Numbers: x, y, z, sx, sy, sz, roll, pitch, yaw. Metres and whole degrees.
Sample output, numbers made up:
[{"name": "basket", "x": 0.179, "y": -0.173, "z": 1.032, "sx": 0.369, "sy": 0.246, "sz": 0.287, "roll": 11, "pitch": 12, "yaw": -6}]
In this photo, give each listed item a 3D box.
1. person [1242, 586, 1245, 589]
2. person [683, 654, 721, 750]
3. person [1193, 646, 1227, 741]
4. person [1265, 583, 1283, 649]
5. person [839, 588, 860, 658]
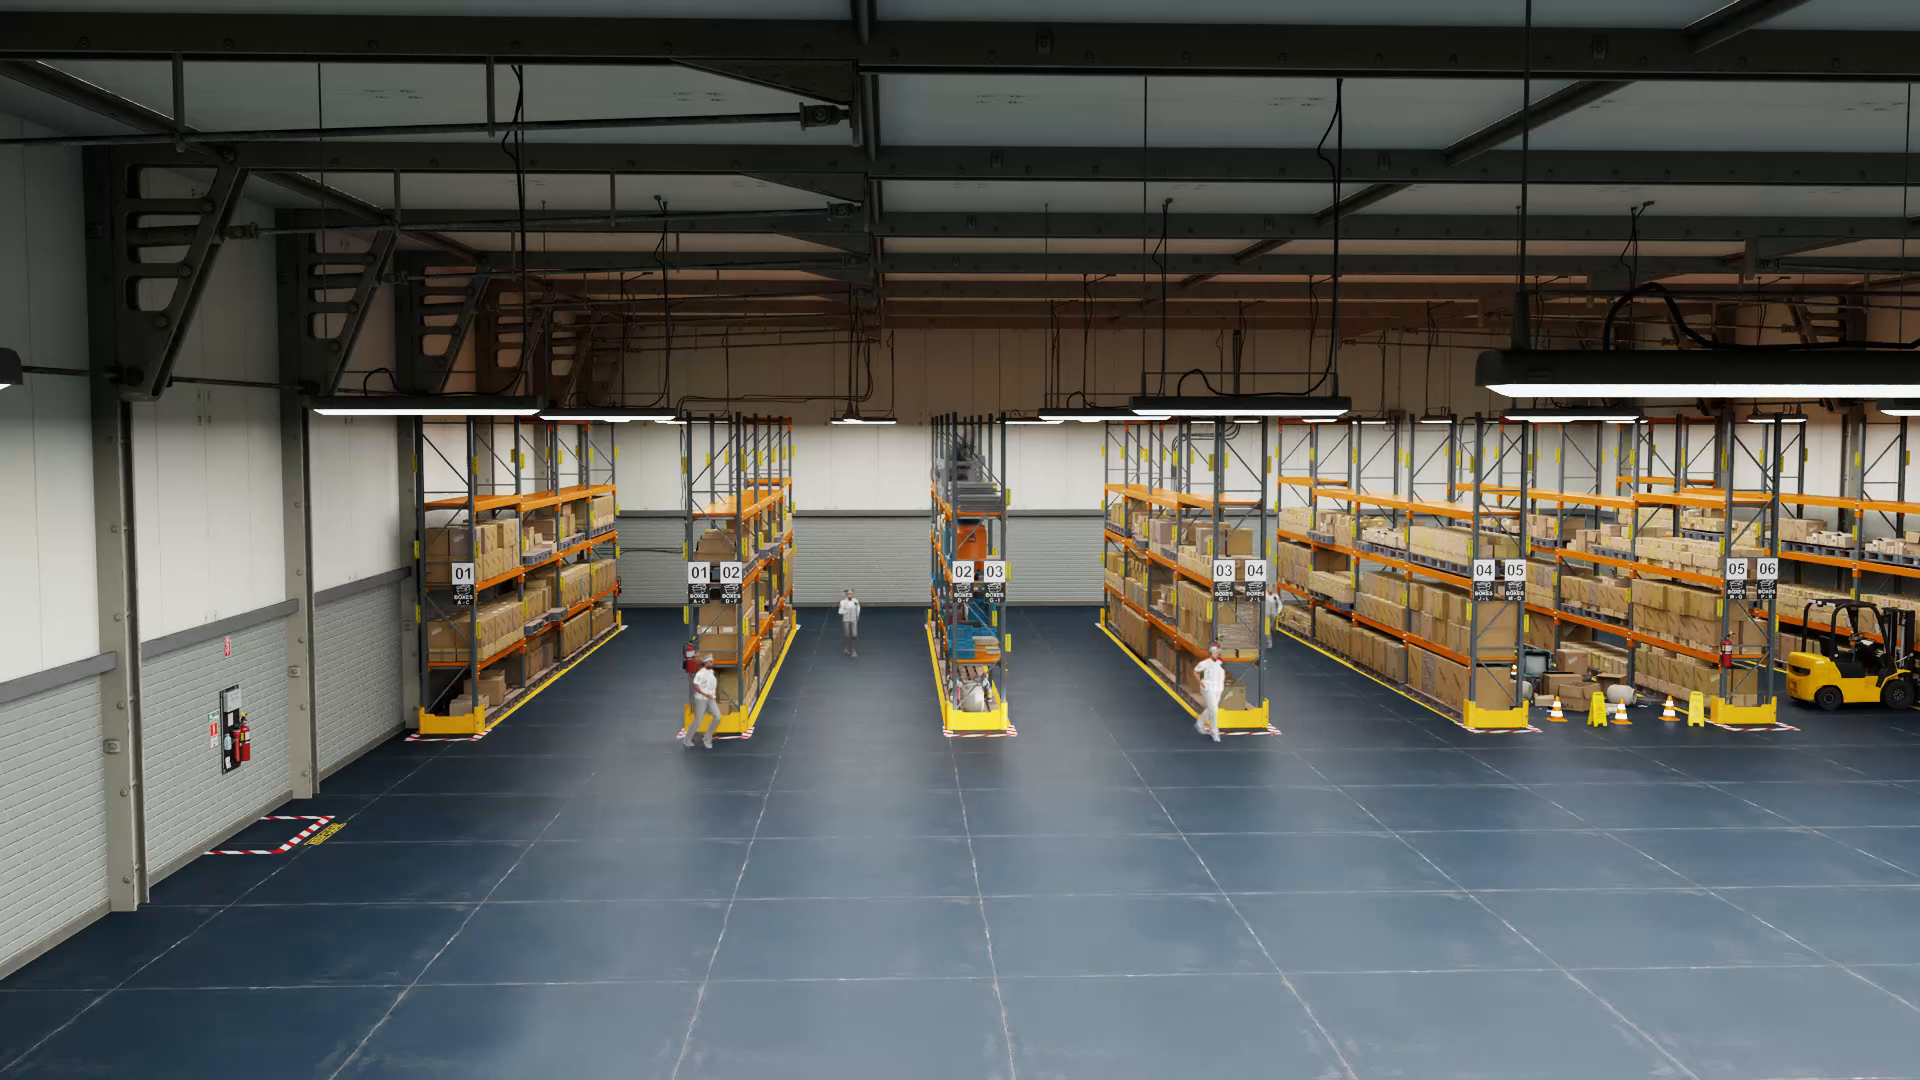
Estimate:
[{"name": "person", "x": 7.281, "y": 1.979, "z": 42.378, "sx": 0.709, "sy": 1.733, "sz": 0.638, "roll": -1, "pitch": 4, "yaw": -16}, {"name": "person", "x": -4.546, "y": 2.880, "z": 29.727, "sx": 0.659, "sy": 1.692, "sz": 0.654, "roll": 3, "pitch": 5, "yaw": 33}, {"name": "person", "x": 4.647, "y": 2.819, "z": 30.630, "sx": 0.637, "sy": 1.731, "sz": 0.745, "roll": -3, "pitch": 5, "yaw": -33}, {"name": "person", "x": 8.079, "y": 1.952, "z": 43.331, "sx": 0.637, "sy": 1.681, "sz": 0.765, "roll": 0, "pitch": 4, "yaw": 1}, {"name": "person", "x": -2.749, "y": 2.060, "z": 41.447, "sx": 0.557, "sy": 1.737, "sz": 0.816, "roll": -1, "pitch": 4, "yaw": -9}]
